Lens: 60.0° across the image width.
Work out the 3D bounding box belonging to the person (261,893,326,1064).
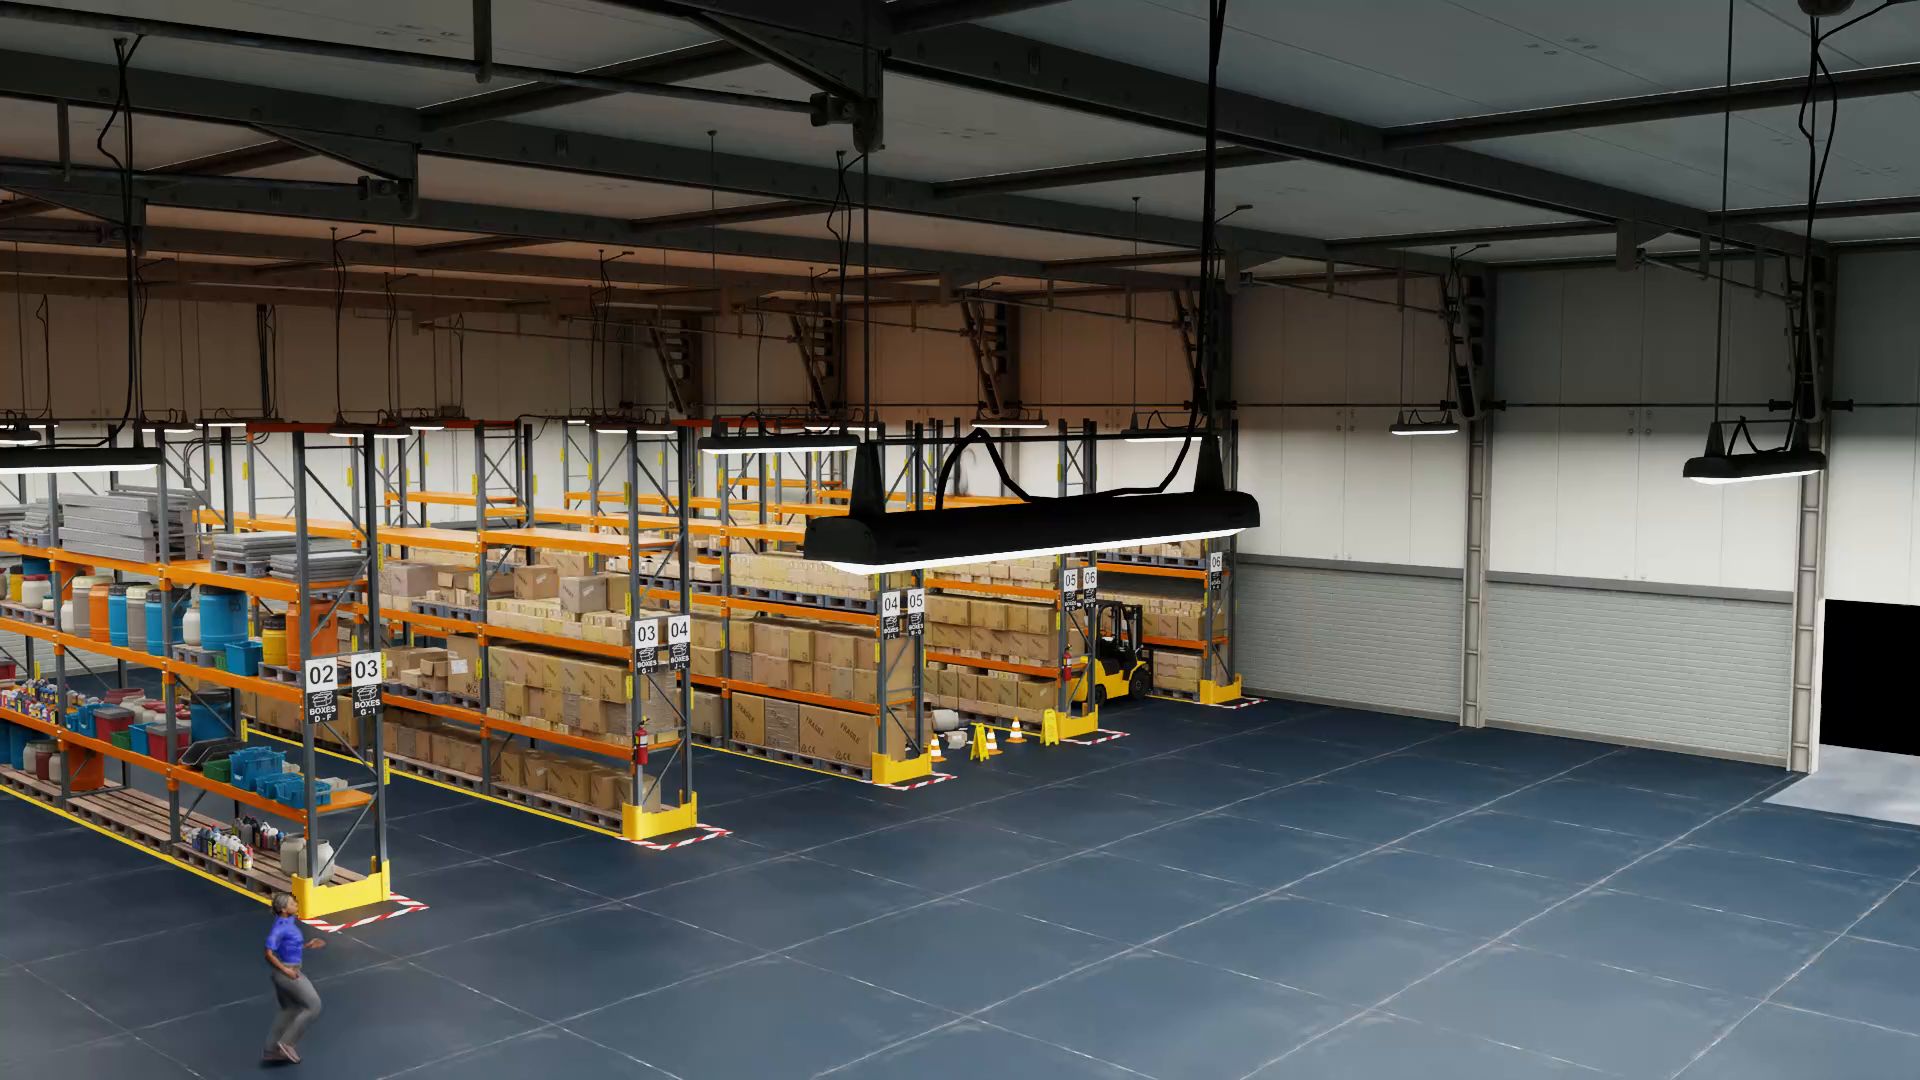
[{"bbox_3d":[-6.404,4.207,16.002,0.616,1.652,0.559,-3,5,-28],"label":"person"}]
